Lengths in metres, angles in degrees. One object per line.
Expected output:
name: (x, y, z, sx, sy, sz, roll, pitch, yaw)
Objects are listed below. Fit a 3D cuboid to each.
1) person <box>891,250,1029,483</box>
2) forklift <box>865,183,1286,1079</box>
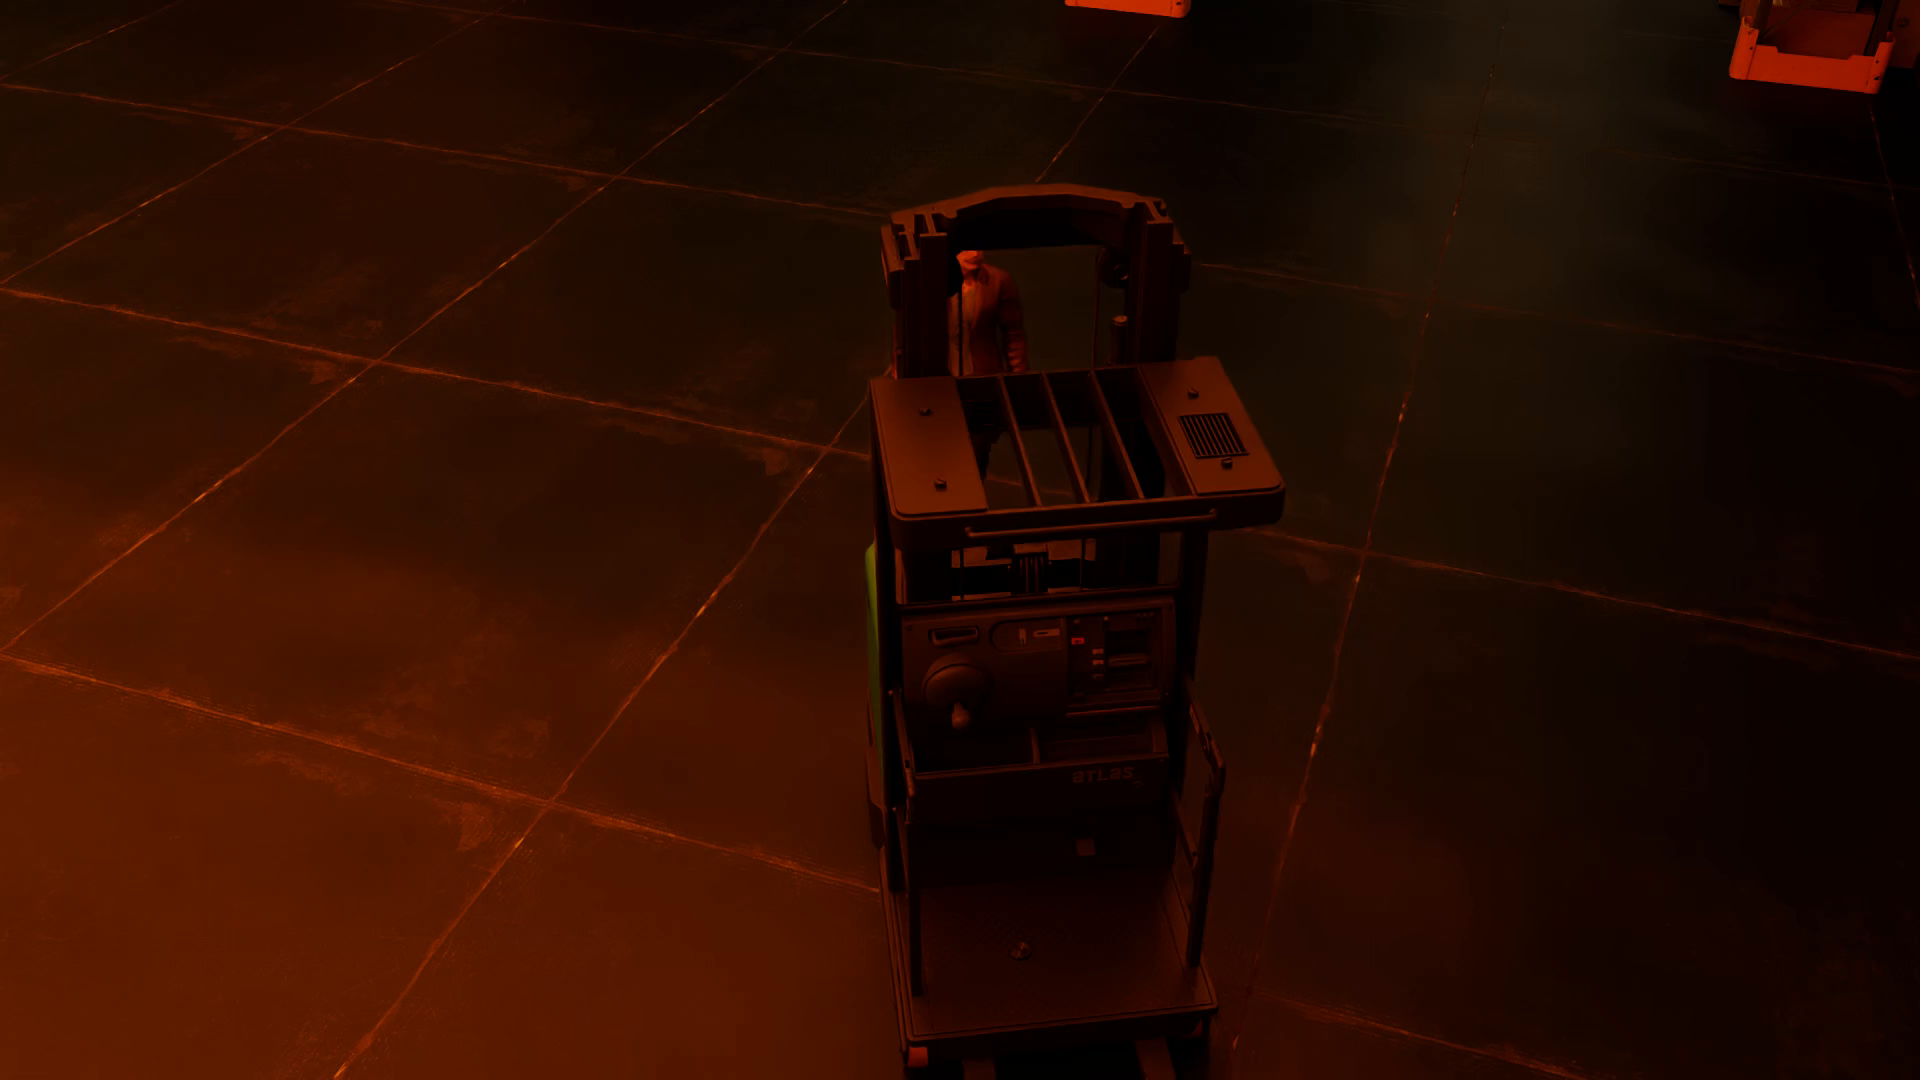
person: (-0.034, -0.702, 8.094, 0.775, 1.779, 0.465, -4, 36, -6)
forklift: (0.301, 0.481, 5.433, 1.130, 2.935, 3.031, -4, 36, -6)
